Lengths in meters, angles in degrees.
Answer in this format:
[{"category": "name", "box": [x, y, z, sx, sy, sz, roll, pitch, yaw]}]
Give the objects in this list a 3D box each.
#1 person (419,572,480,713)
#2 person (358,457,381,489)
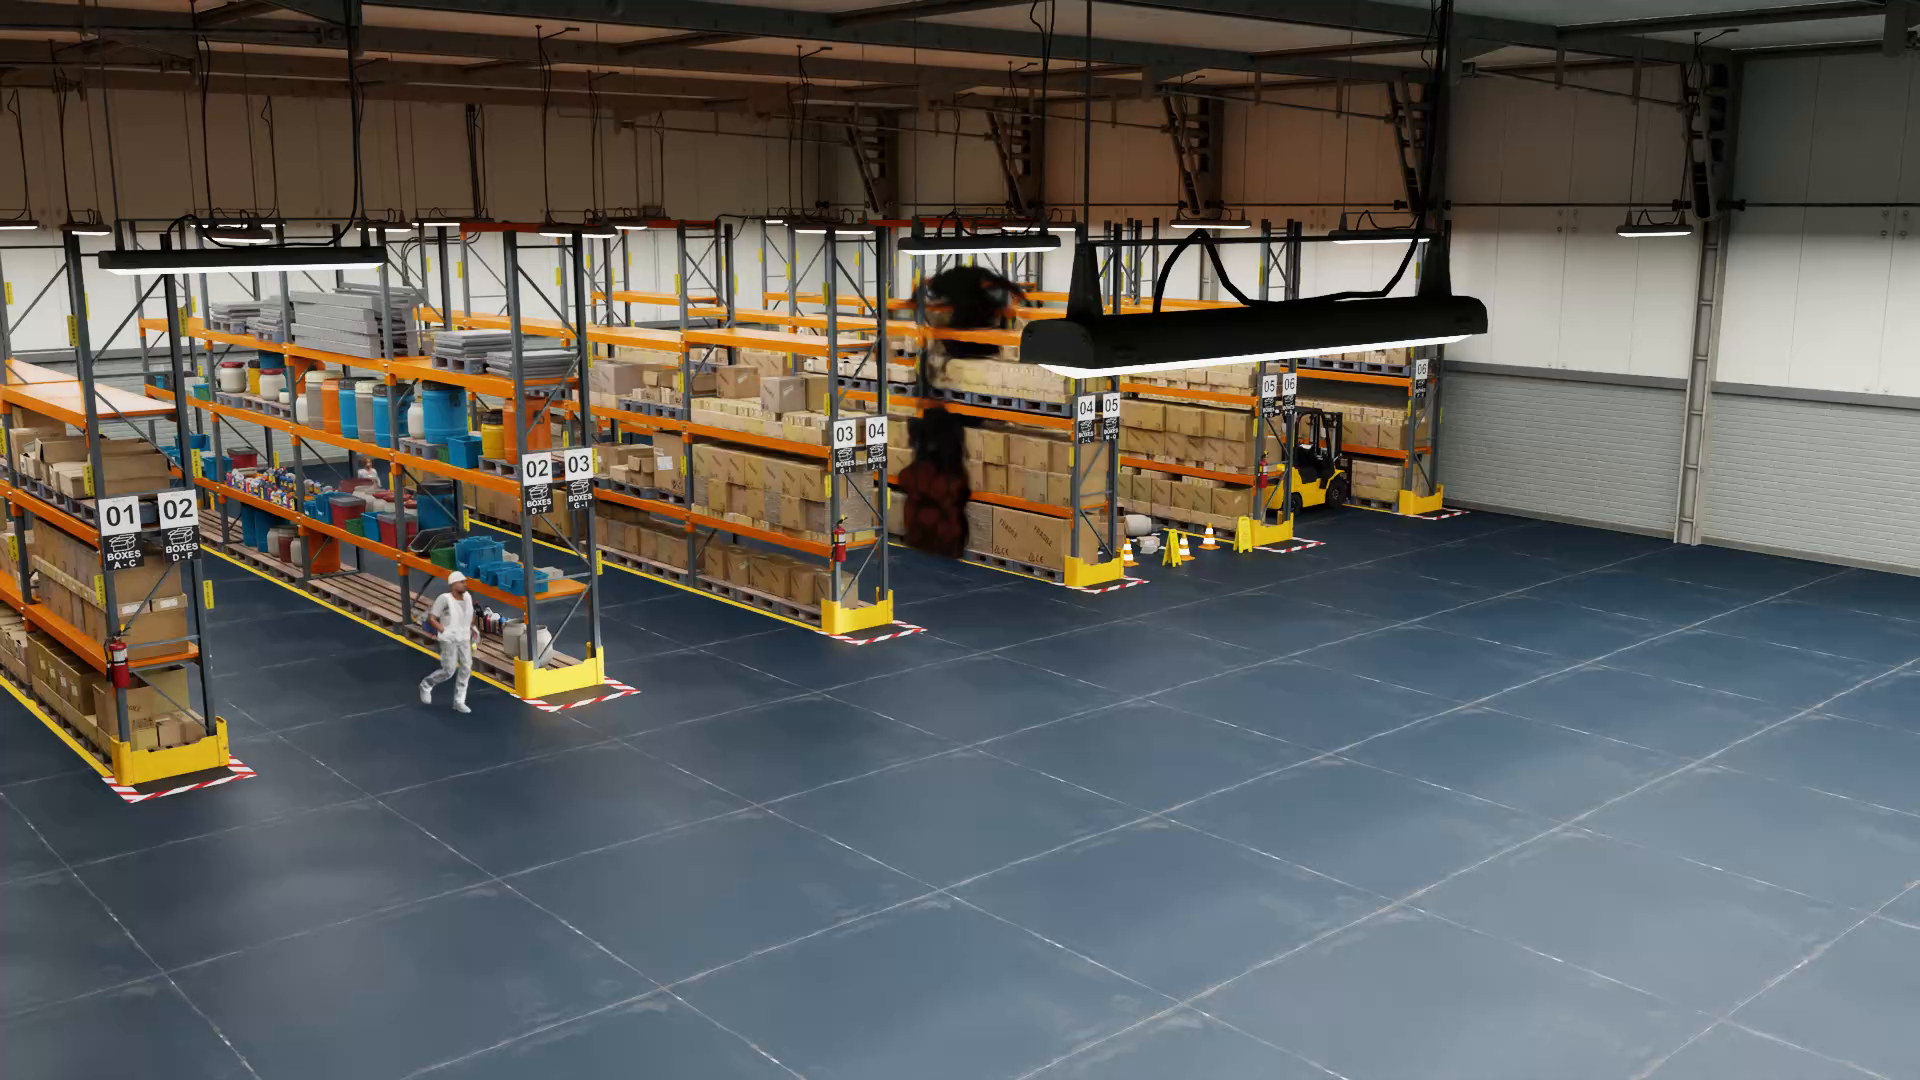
[{"category": "person", "box": [-6.439, 1.264, 21.205, 0.777, 1.748, 0.744, 6, 13, 28]}, {"category": "person", "box": [-11.406, -0.833, 32.056, 0.666, 1.552, 0.541, 9, 14, 37]}]
